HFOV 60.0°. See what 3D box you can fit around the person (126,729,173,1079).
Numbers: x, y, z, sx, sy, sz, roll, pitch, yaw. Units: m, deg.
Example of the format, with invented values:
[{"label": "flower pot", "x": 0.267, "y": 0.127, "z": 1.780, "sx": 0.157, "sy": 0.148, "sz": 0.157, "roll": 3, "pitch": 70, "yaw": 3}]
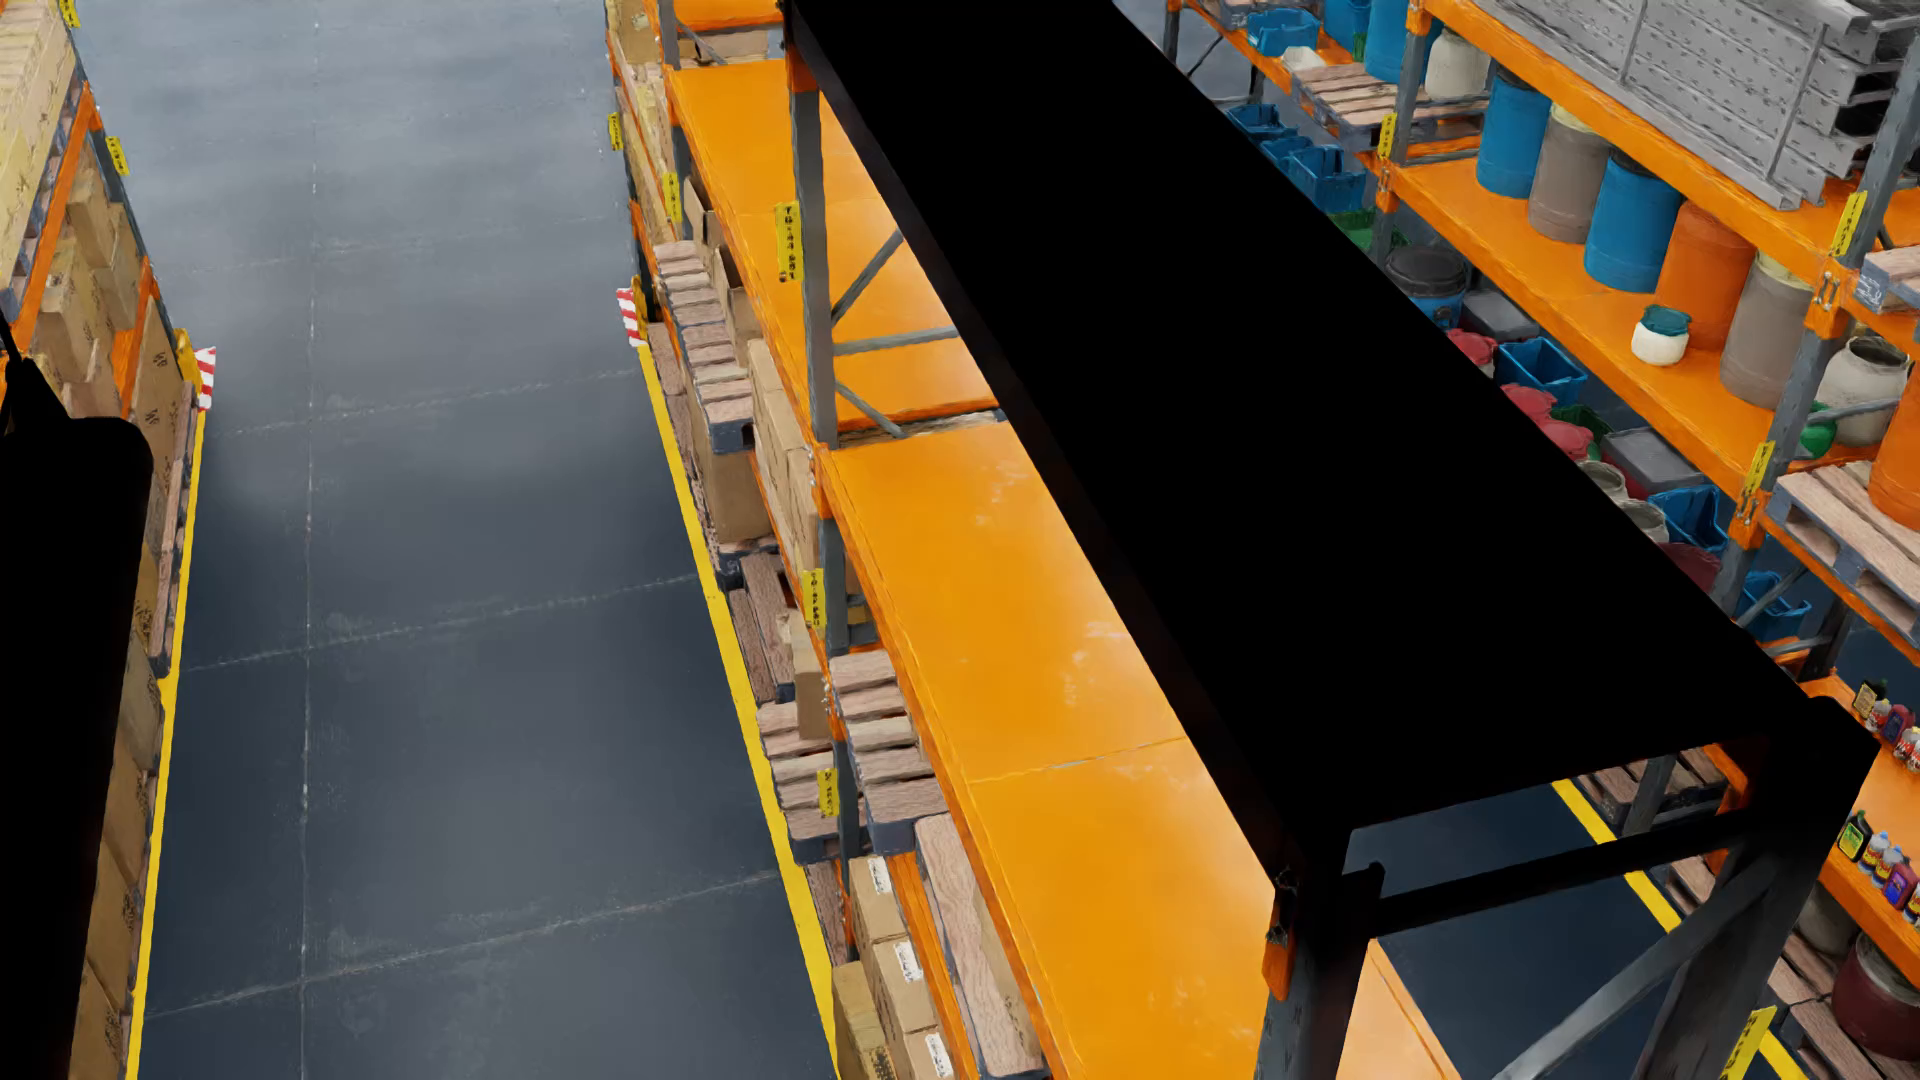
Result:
[{"label": "person", "x": -1.855, "y": 1.183, "z": 10.065, "sx": 6.573, "sy": 1.591, "sz": 4.620, "roll": -9, "pitch": 39, "yaw": -11}]
